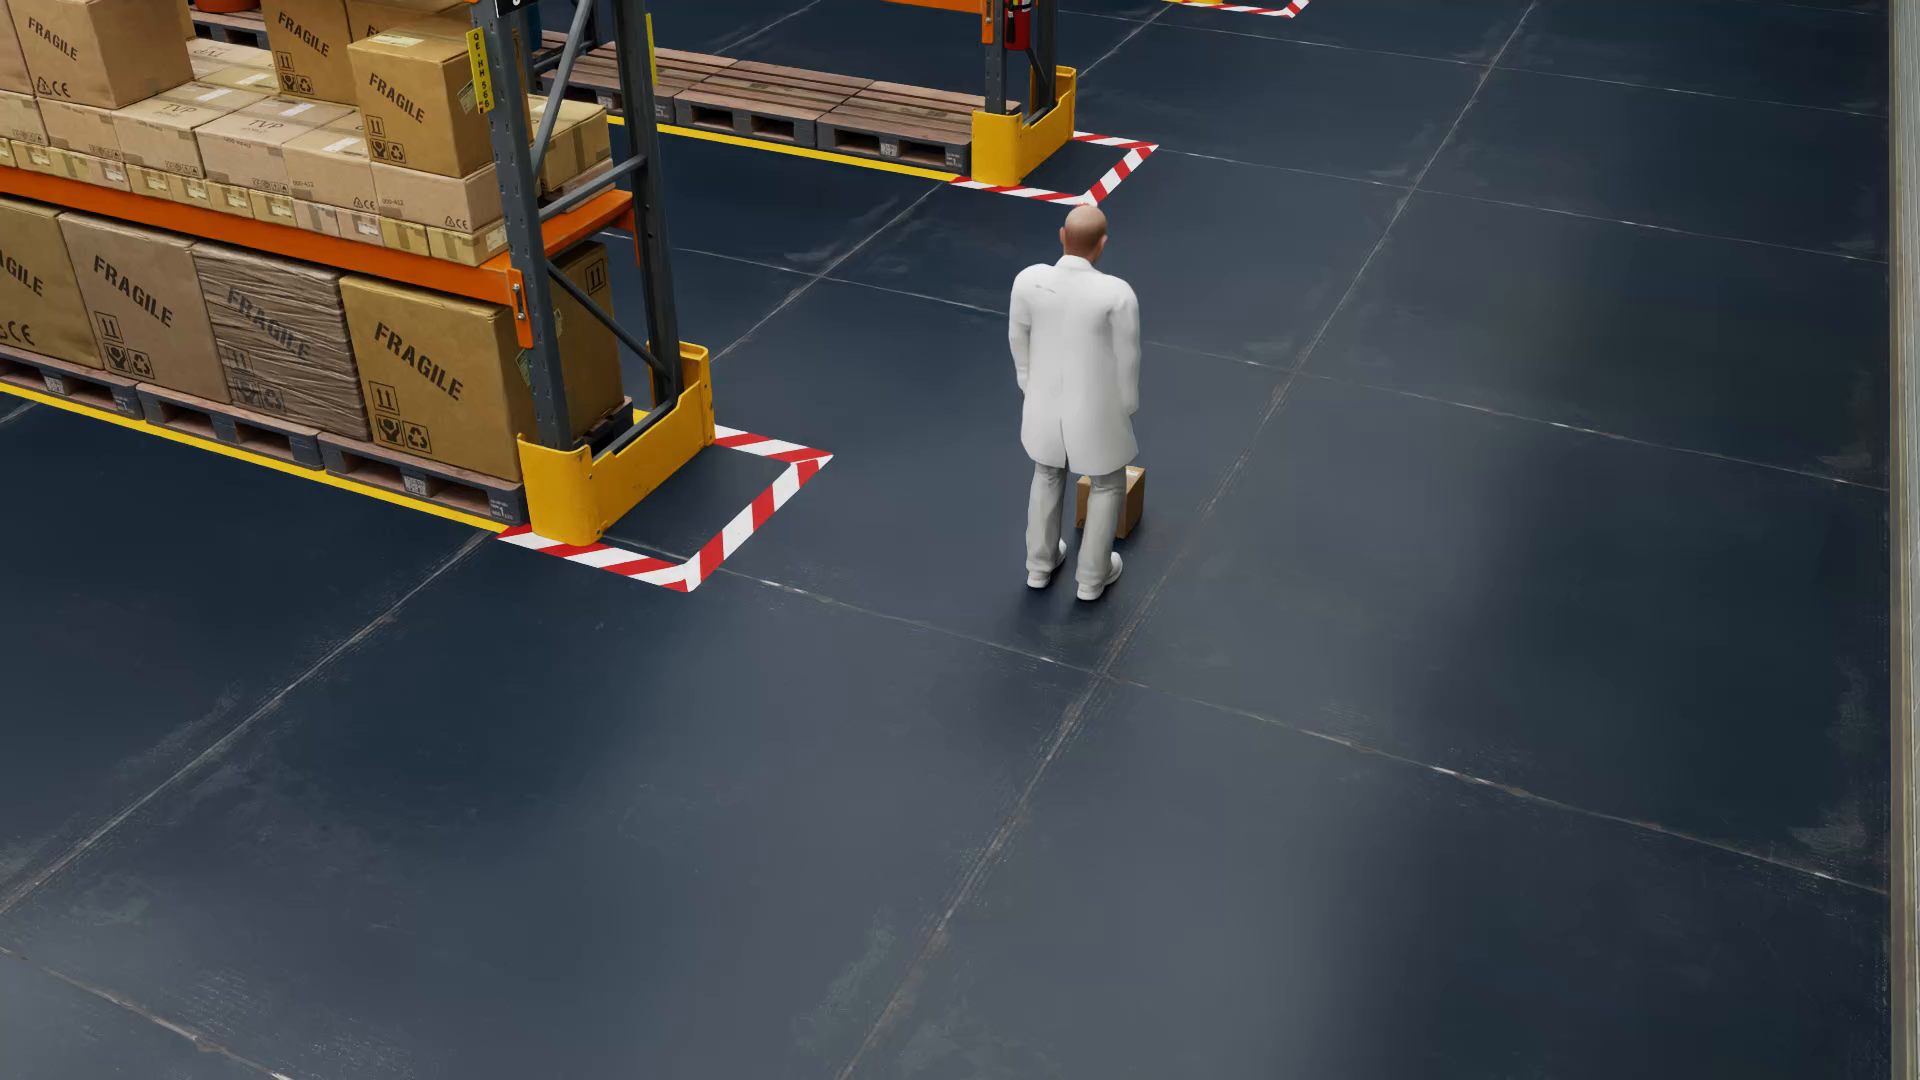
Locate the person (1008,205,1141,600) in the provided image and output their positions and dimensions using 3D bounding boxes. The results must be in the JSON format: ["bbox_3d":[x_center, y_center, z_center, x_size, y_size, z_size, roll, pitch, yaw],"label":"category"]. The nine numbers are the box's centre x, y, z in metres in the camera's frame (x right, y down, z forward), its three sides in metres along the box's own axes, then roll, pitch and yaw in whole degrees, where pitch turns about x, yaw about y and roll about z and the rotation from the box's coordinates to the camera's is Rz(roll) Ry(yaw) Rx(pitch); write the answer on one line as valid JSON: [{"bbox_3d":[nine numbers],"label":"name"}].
[{"bbox_3d":[0.483,-0.571,7.071,0.583,1.738,0.403,15,36,22],"label":"person"}]
